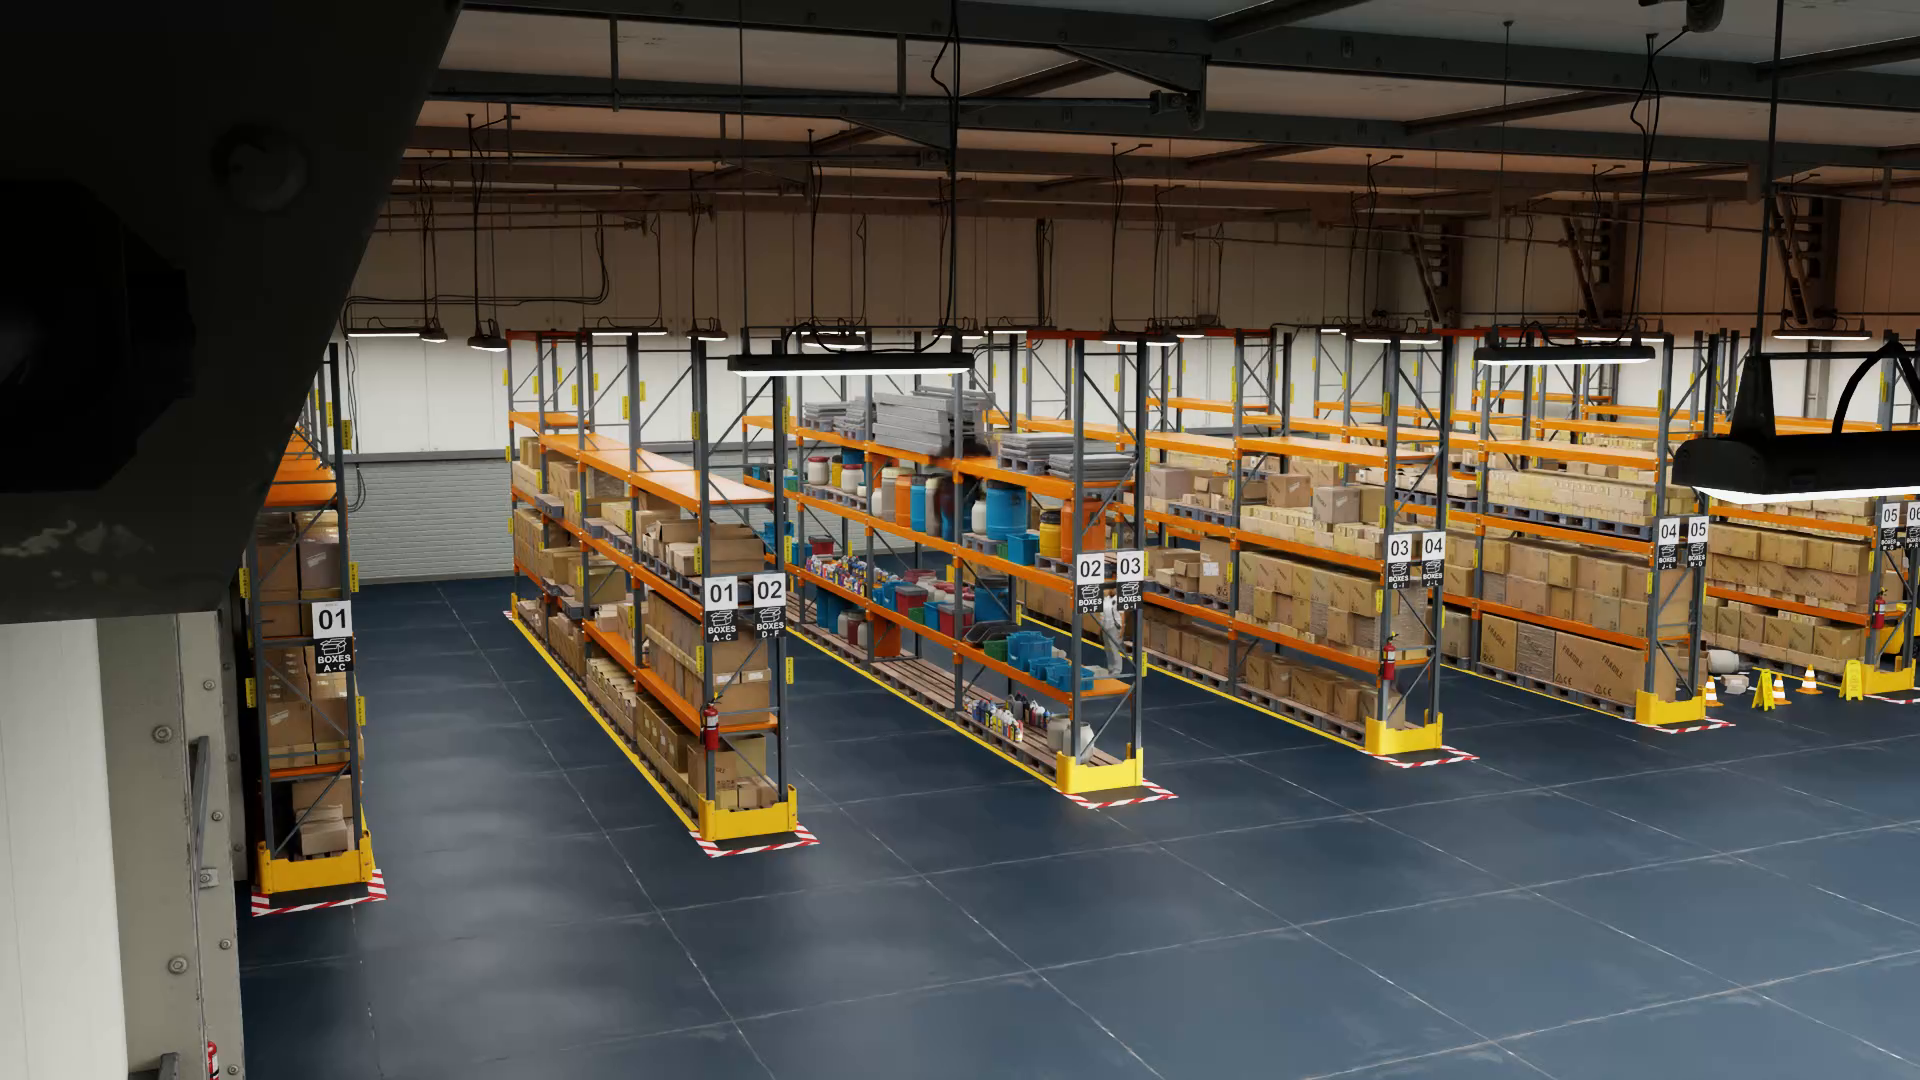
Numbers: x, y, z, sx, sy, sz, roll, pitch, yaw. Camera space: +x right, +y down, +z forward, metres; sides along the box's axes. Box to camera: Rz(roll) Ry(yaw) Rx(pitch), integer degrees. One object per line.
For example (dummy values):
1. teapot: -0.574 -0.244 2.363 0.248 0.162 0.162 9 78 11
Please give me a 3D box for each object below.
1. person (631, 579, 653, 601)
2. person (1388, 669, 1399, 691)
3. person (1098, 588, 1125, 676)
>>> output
1. person: -6.115 1.052 32.383 0.560 1.740 0.972 -4 9 -24
2. person: 7.223 1.735 27.936 0.464 1.695 0.501 5 9 30
3. person: 2.646 1.565 29.085 0.428 1.659 0.538 -4 9 -30
